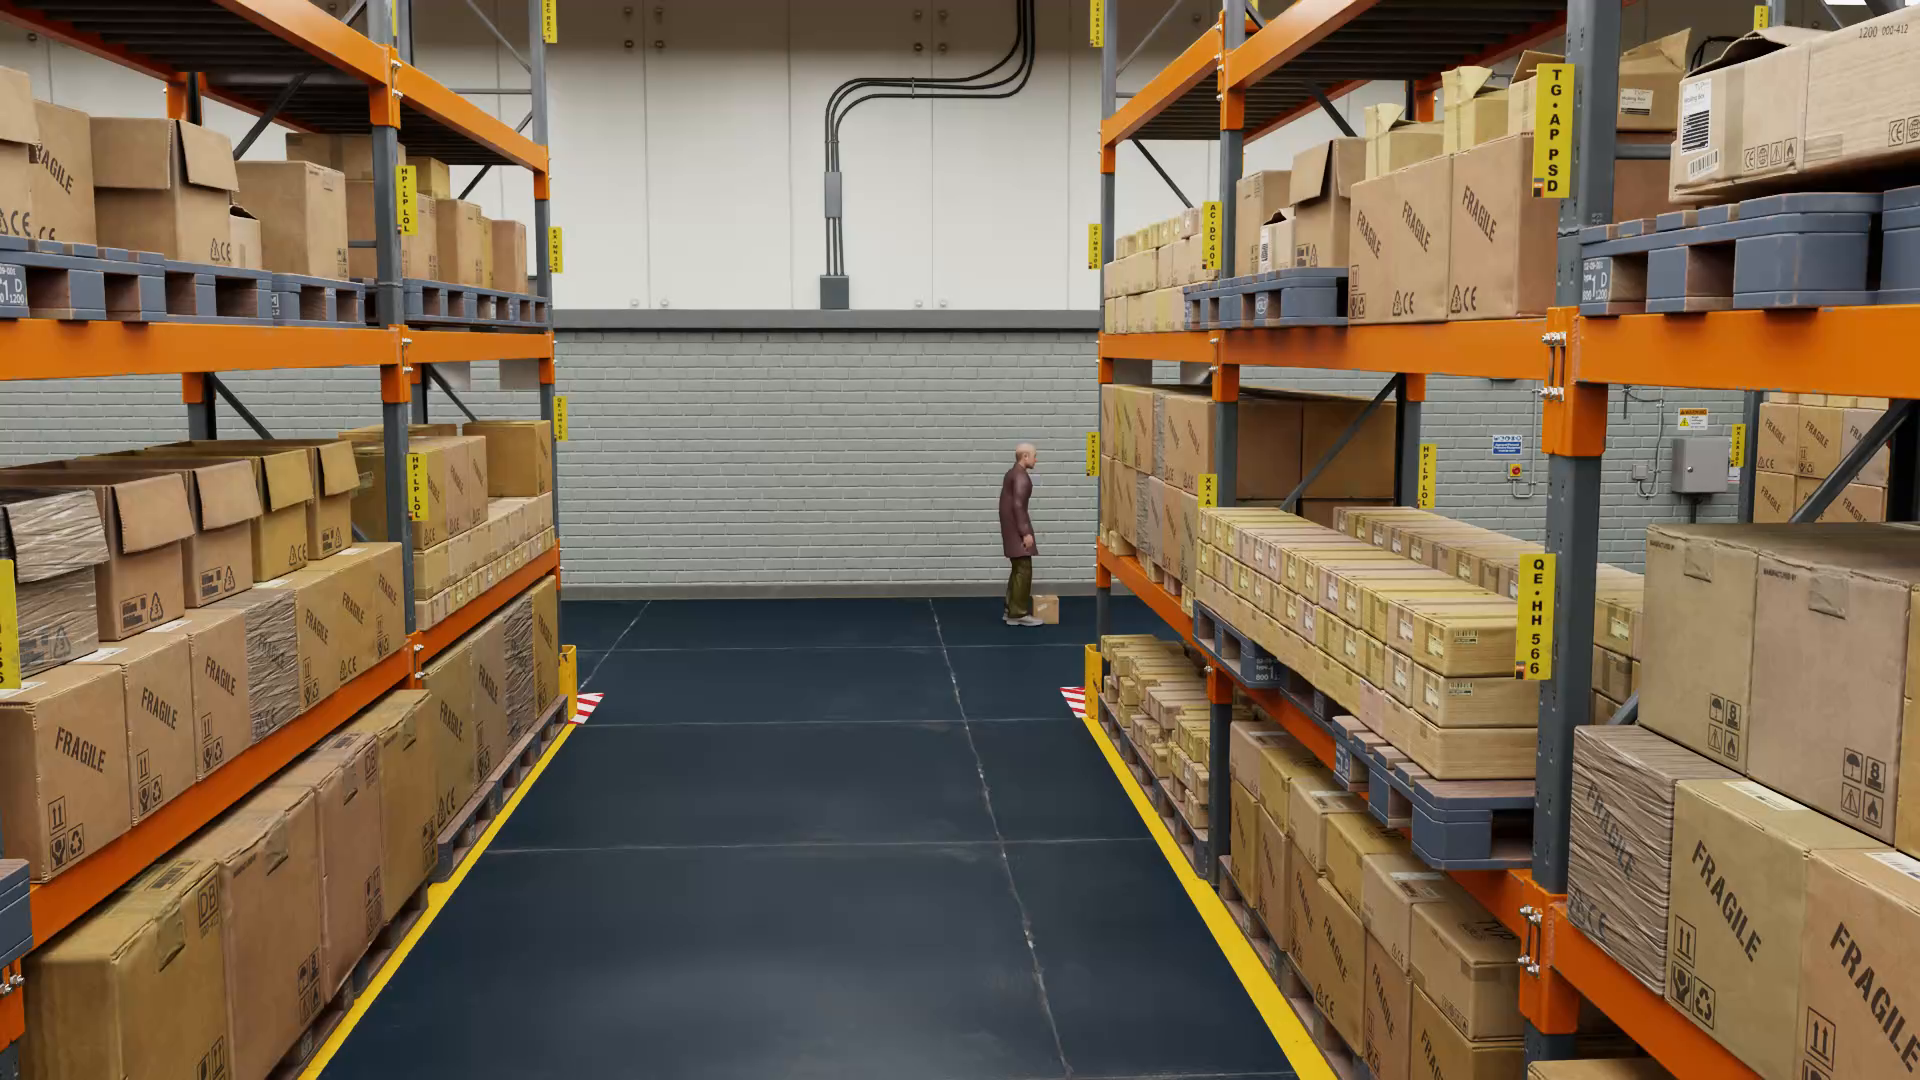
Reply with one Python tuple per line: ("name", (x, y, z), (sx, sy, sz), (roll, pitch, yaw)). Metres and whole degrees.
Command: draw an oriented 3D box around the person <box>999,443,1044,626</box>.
("person", (0.597, -0.067, 16.368), (0.422, 1.774, 0.642), (0, 7, -4))
